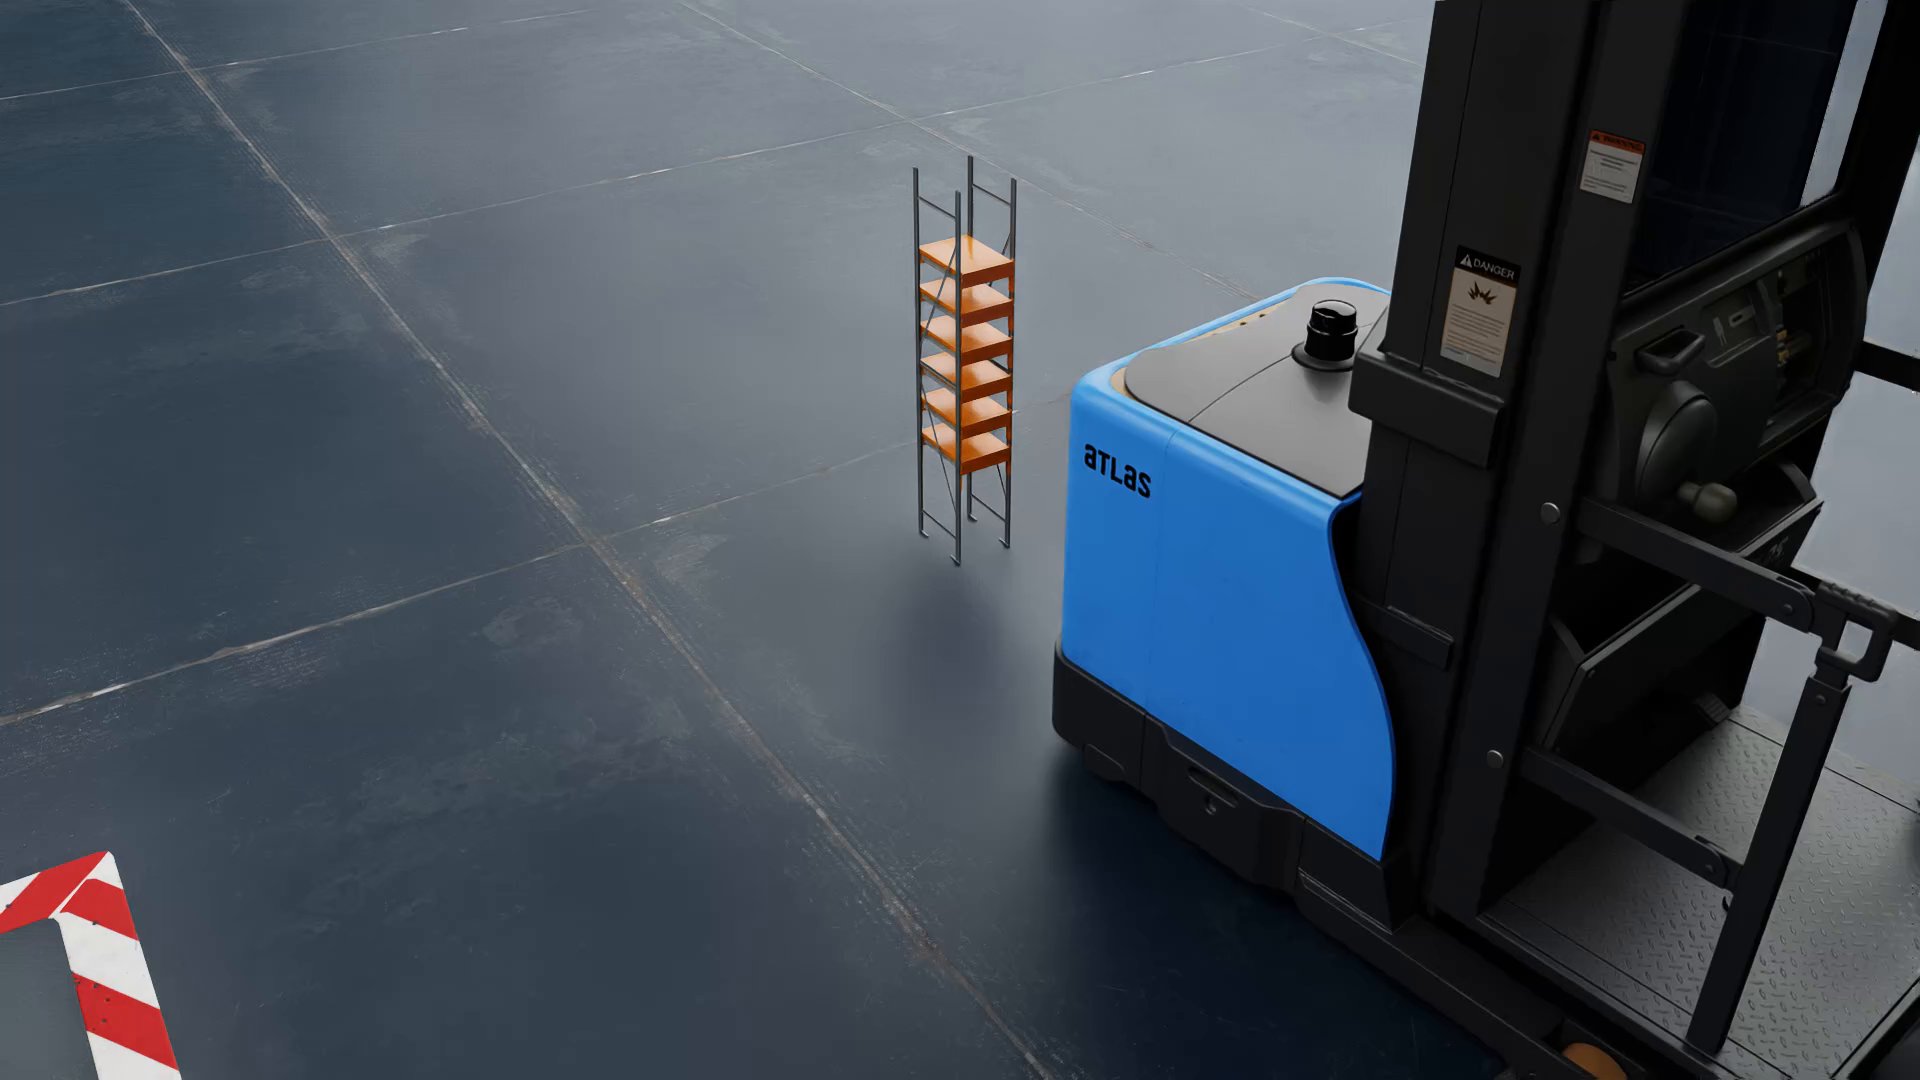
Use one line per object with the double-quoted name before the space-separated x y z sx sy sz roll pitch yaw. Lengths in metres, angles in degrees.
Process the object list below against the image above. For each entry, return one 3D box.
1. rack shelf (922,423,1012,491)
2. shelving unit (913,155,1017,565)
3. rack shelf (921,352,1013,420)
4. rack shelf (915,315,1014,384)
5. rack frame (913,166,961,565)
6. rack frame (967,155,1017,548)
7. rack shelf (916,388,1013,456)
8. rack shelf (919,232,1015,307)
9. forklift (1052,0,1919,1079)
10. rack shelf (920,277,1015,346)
"rack shelf" 0.012 -0.271 5.088 0.180 0.103 0.258 -19 37 -27
"shelving unit" 0.012 -0.512 4.937 0.189 1.200 0.258 -19 37 -27
"rack shelf" 0.012 -0.474 4.960 0.180 0.103 0.258 -19 37 -27
"rack shelf" 0.012 -0.576 4.896 0.180 0.103 0.258 -19 37 -27
"rack frame" -0.065 -0.485 4.895 0.006 1.200 0.240 -19 37 -27
"rack frame" 0.089 -0.538 4.978 0.006 1.200 0.240 -19 37 -27
"rack shelf" 0.012 -0.373 5.024 0.180 0.103 0.258 -19 37 -27
"rack shelf" 0.012 -0.779 4.768 0.180 0.103 0.258 -19 37 -27
"forklift" 1.584 -0.280 2.946 1.130 2.935 3.031 -25 40 -34
"rack shelf" 0.012 -0.677 4.832 0.180 0.103 0.258 -19 37 -27
